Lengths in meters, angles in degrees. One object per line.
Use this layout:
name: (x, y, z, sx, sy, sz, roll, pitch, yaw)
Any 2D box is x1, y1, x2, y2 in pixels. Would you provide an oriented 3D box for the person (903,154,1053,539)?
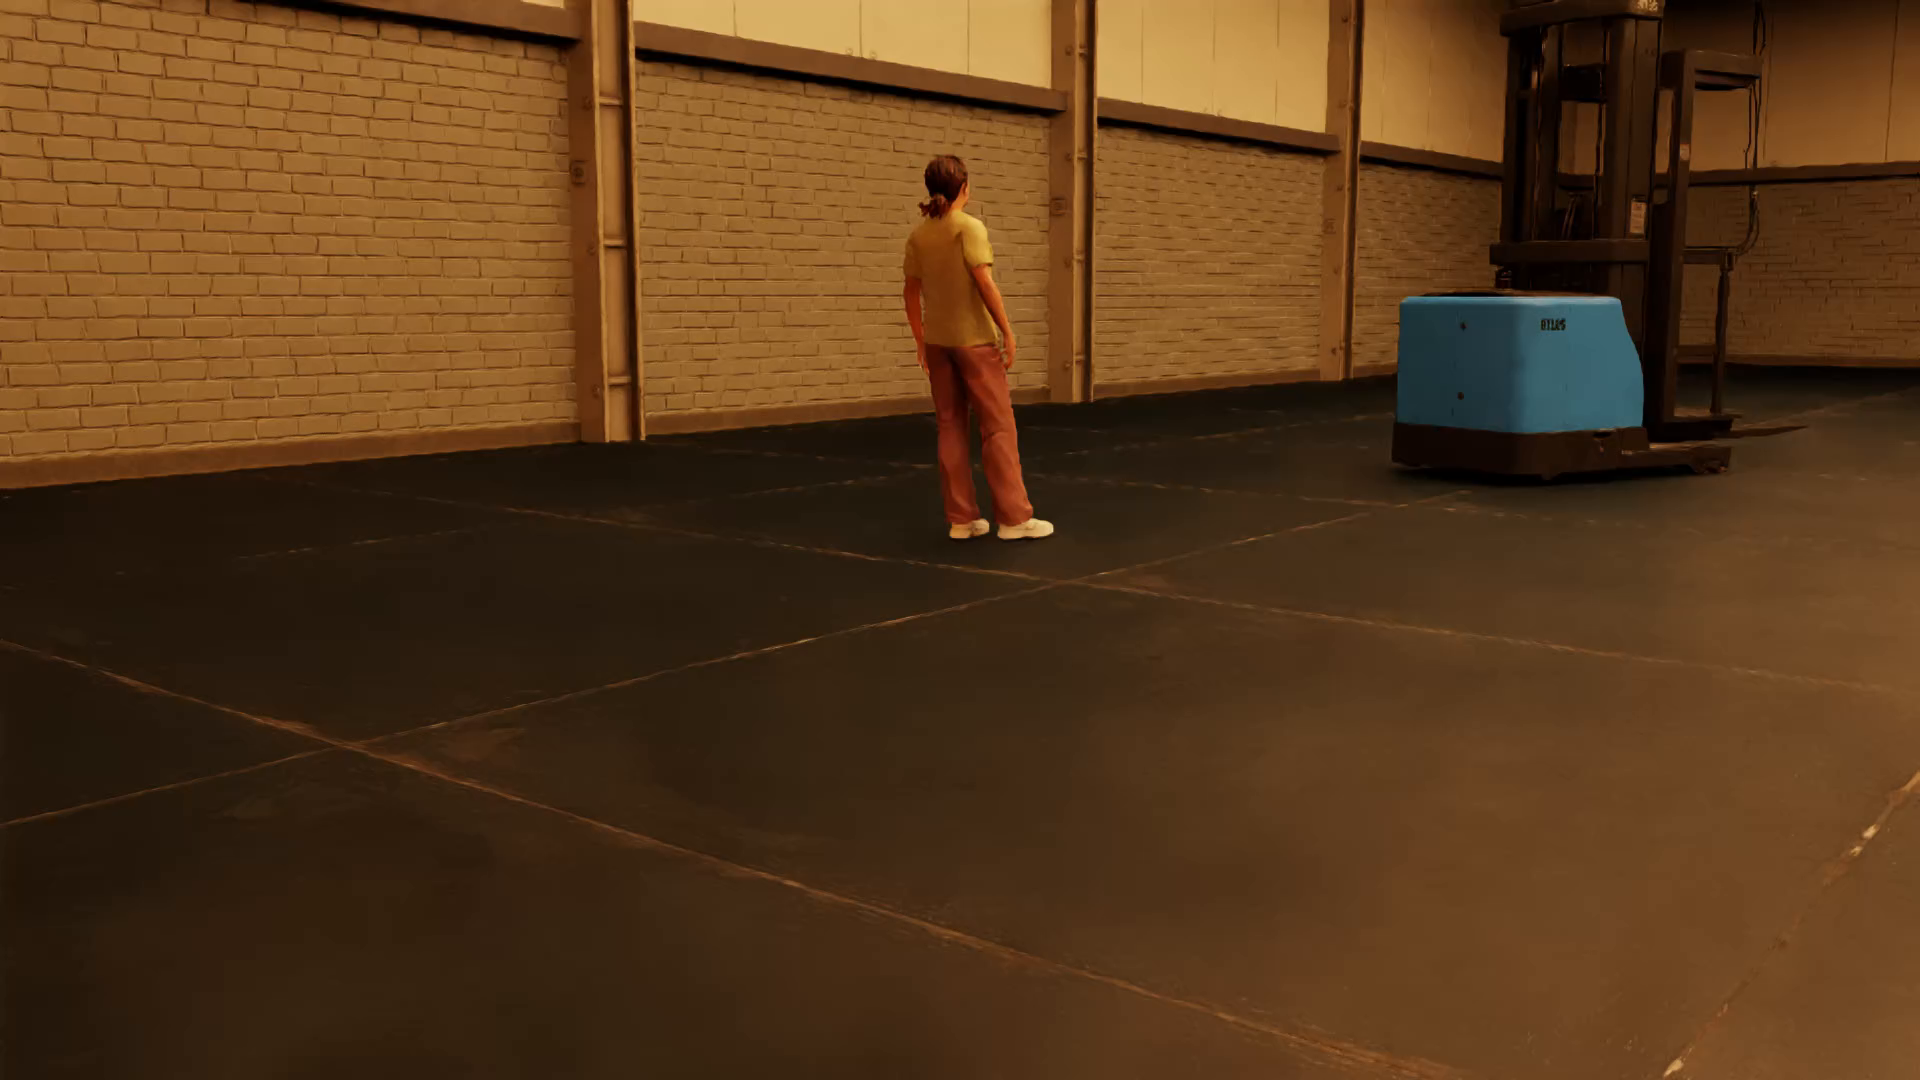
person: (0.055, -0.843, 7.333, 0.554, 1.674, 0.548, 7, 11, 38)

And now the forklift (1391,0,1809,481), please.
forklift: (4.185, -1.919, 10.393, 3.031, 2.935, 1.130, -5, 10, -31)
